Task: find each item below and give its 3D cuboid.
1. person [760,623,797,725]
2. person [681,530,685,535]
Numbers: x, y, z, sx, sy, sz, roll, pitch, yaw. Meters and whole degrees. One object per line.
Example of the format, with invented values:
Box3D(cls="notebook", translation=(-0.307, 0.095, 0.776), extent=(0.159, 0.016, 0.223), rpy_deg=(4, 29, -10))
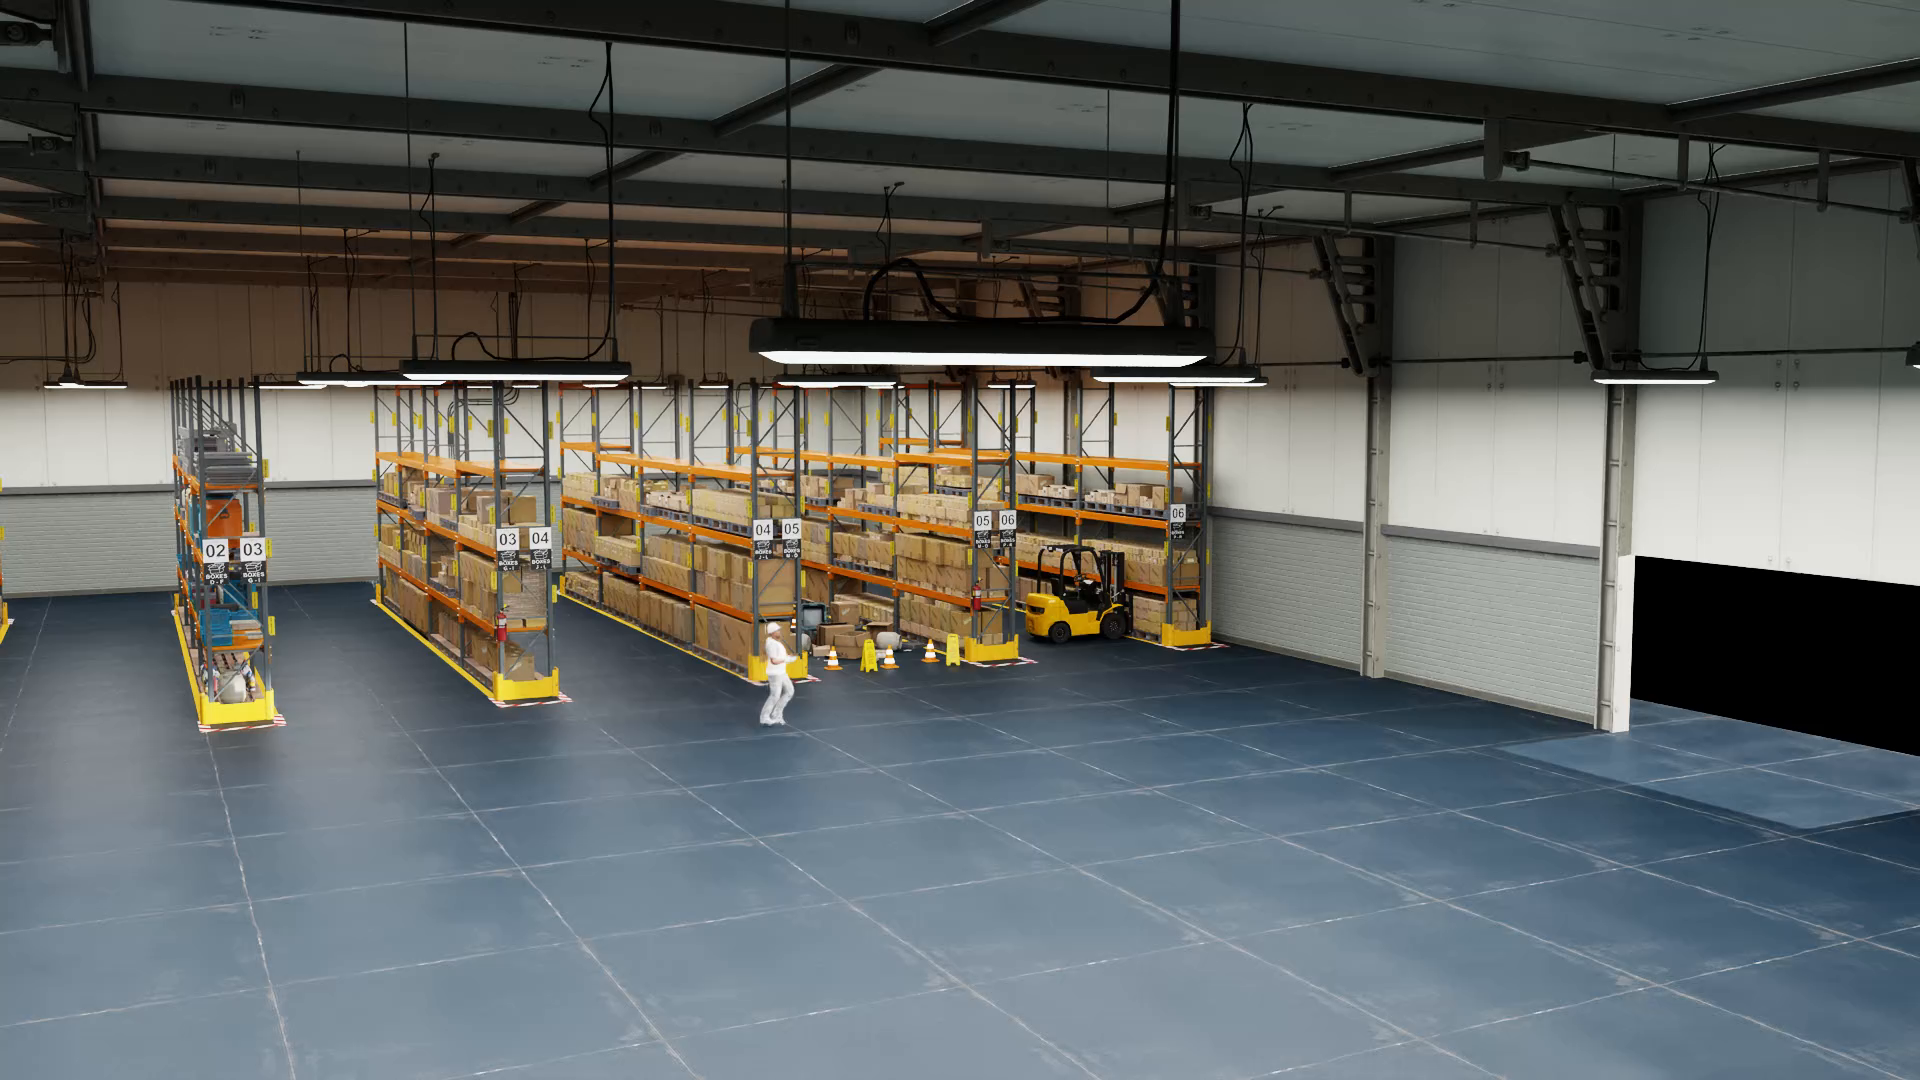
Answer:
Box3D(cls="person", translation=(-3.101, 2.311, 28.481), extent=(0.671, 1.805, 0.657), rpy_deg=(0, 5, 3))
Box3D(cls="person", translation=(-8.377, 0.469, 50.130), extent=(0.544, 1.600, 0.596), rpy_deg=(-3, 6, -31))
